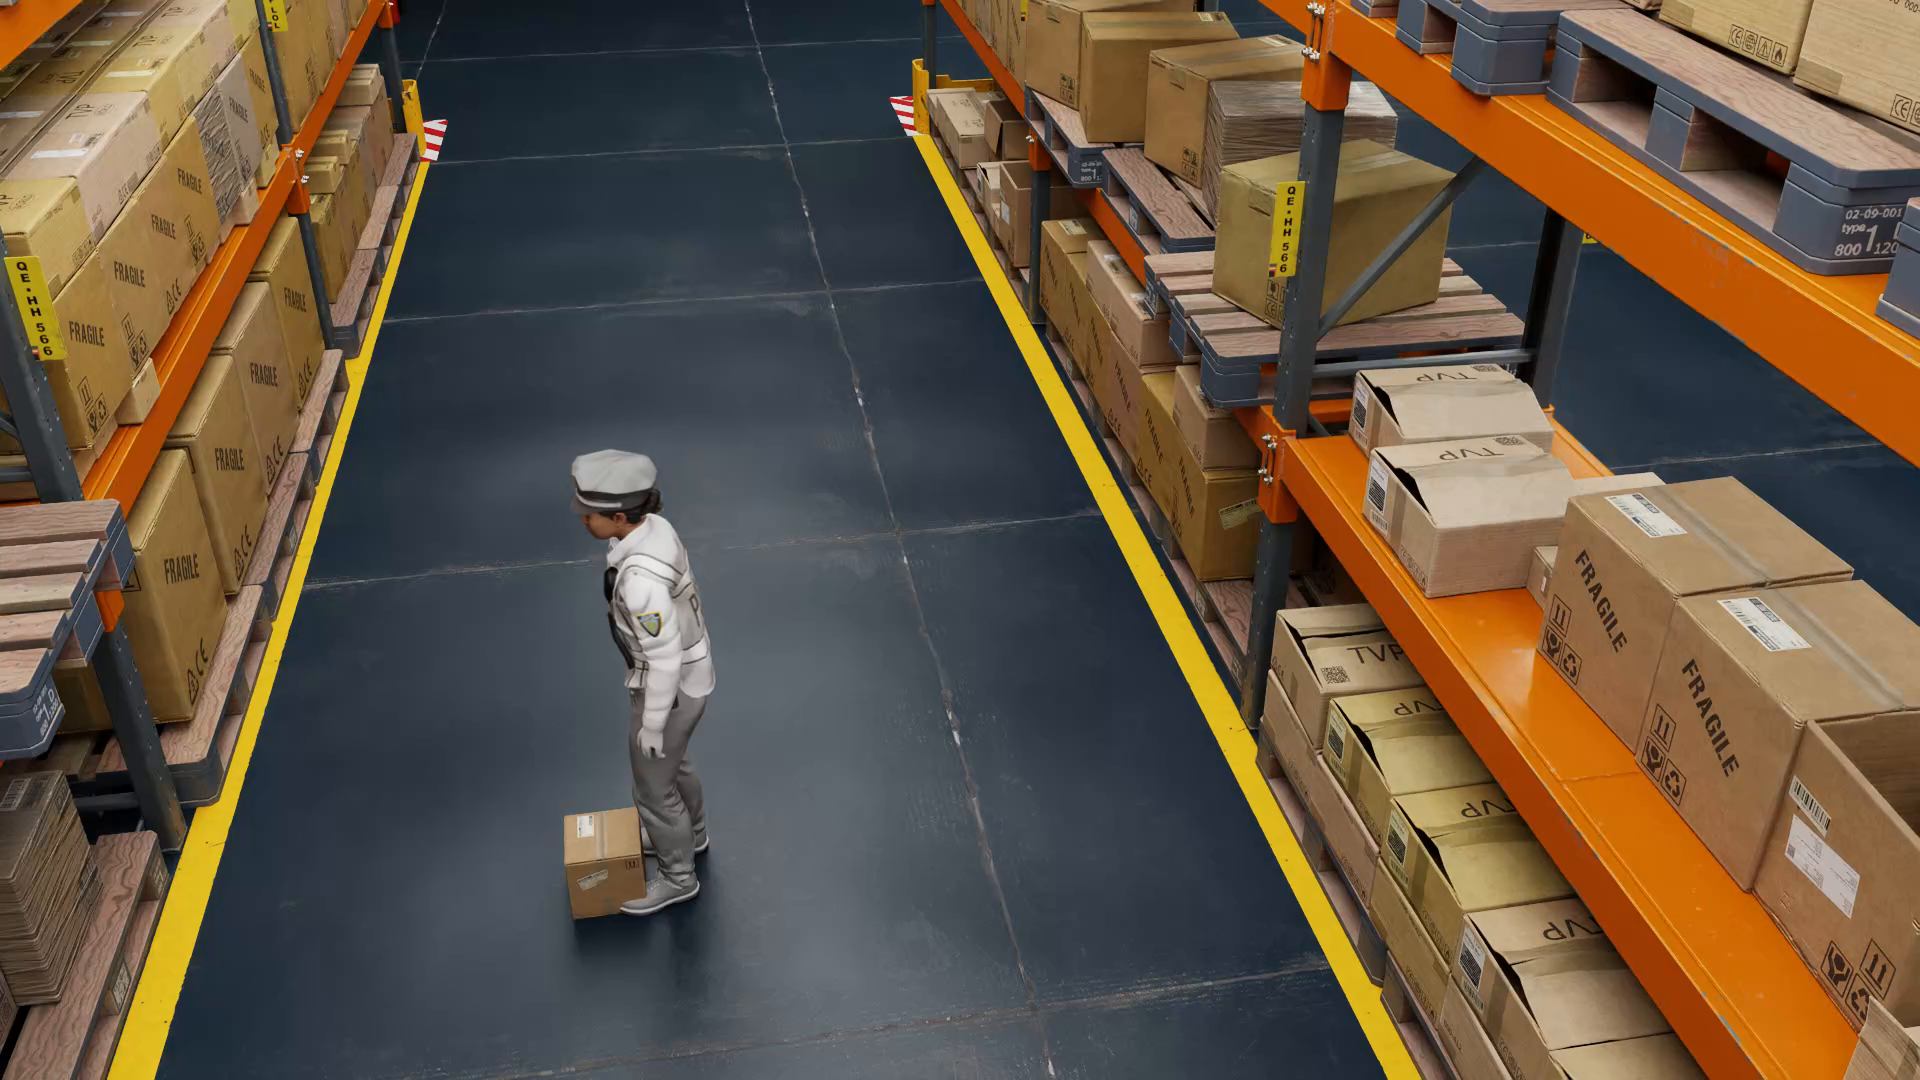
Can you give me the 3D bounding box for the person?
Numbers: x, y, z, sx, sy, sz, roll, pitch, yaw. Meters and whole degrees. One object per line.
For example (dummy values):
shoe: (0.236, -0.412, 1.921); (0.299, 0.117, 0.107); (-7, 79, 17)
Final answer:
person: (-0.989, 0.471, 5.341); (0.405, 1.663, 0.537); (-6, 31, -10)
